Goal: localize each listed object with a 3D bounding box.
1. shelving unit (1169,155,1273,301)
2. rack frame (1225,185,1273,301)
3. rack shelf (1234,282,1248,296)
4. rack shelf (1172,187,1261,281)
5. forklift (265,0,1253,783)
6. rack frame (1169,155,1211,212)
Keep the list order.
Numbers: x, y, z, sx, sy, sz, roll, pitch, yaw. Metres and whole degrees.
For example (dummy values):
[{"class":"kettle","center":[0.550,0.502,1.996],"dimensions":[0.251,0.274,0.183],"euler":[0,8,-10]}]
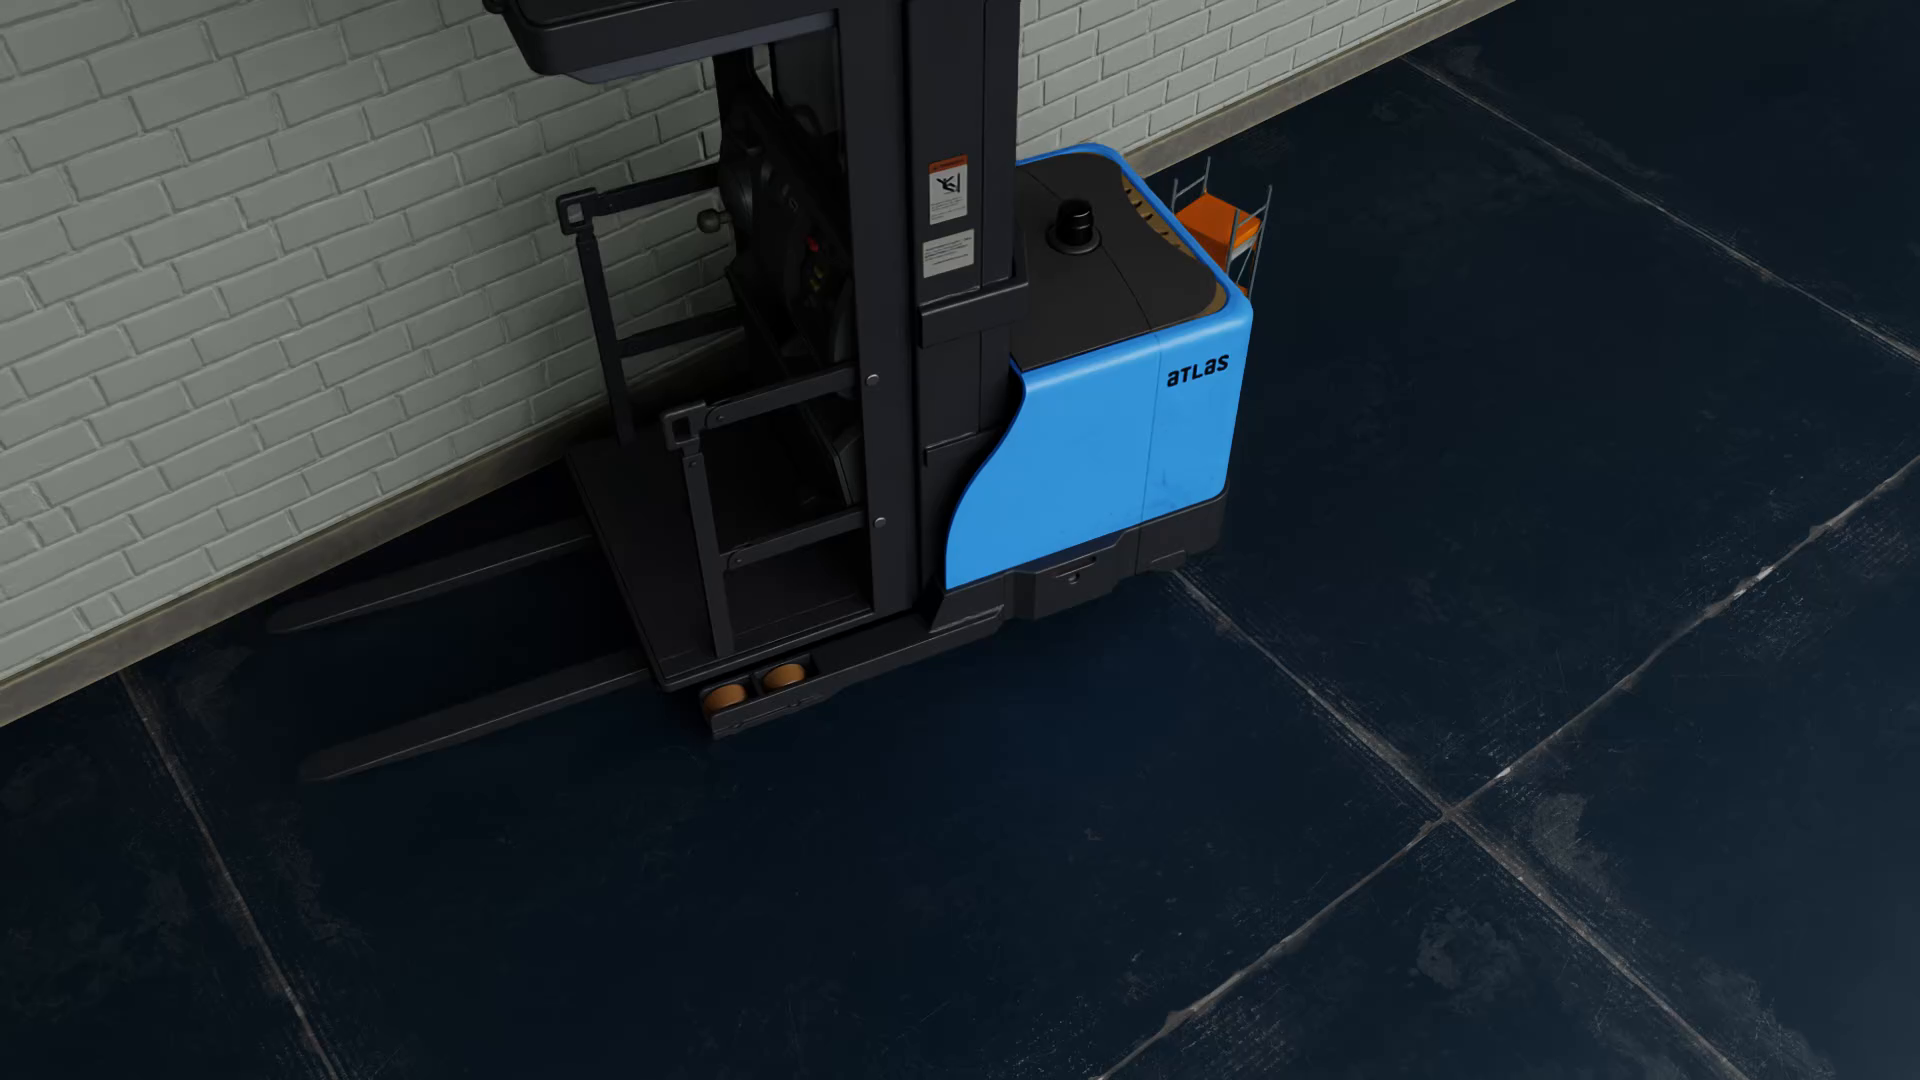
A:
[{"class":"shelving unit","center":[0.832,-0.788,5.749],"dimensions":[0.252,1.050,0.215],"euler":[33,53,26]},{"class":"rack frame","center":[0.923,-0.728,5.694],"dimensions":[0.008,1.050,0.200],"euler":[33,53,26]},{"class":"rack shelf","center":[0.832,-0.781,5.756],"dimensions":[0.240,0.259,0.215],"euler":[33,53,26]},{"class":"rack shelf","center":[0.841,-0.979,5.553],"dimensions":[0.240,0.259,0.215],"euler":[33,53,26]},{"class":"forklift","center":[-0.668,-0.824,4.519],"dimensions":[3.031,2.935,1.130],"euler":[-19,50,-16]},{"class":"rack frame","center":[0.741,-0.848,5.803],"dimensions":[0.008,1.050,0.200],"euler":[33,53,26]}]
